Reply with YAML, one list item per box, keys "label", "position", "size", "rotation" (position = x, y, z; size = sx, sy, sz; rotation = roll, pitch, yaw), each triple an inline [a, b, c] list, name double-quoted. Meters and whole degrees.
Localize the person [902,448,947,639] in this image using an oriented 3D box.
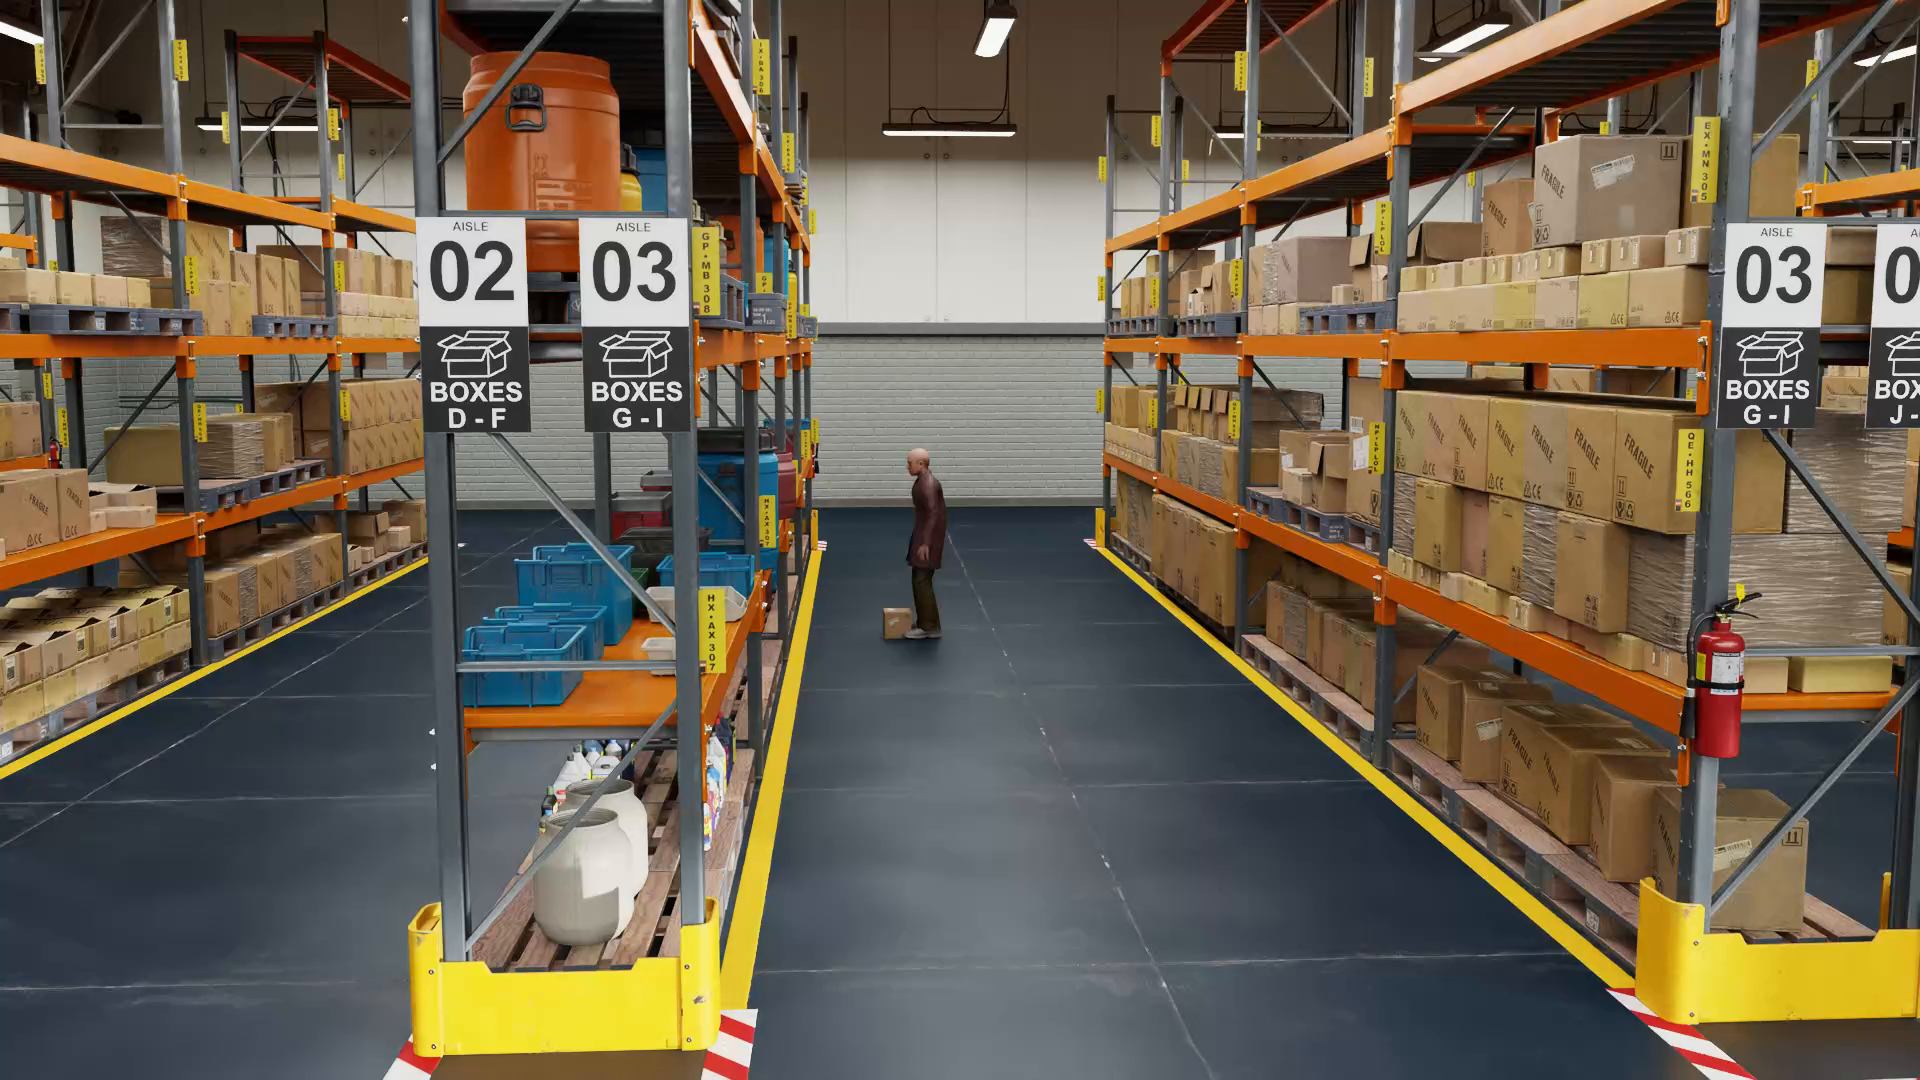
- label: "person"
  position: [-0.341, 0.027, 15.581]
  size: [0.429, 1.772, 0.647]
  rotation: [-1, 7, -7]
